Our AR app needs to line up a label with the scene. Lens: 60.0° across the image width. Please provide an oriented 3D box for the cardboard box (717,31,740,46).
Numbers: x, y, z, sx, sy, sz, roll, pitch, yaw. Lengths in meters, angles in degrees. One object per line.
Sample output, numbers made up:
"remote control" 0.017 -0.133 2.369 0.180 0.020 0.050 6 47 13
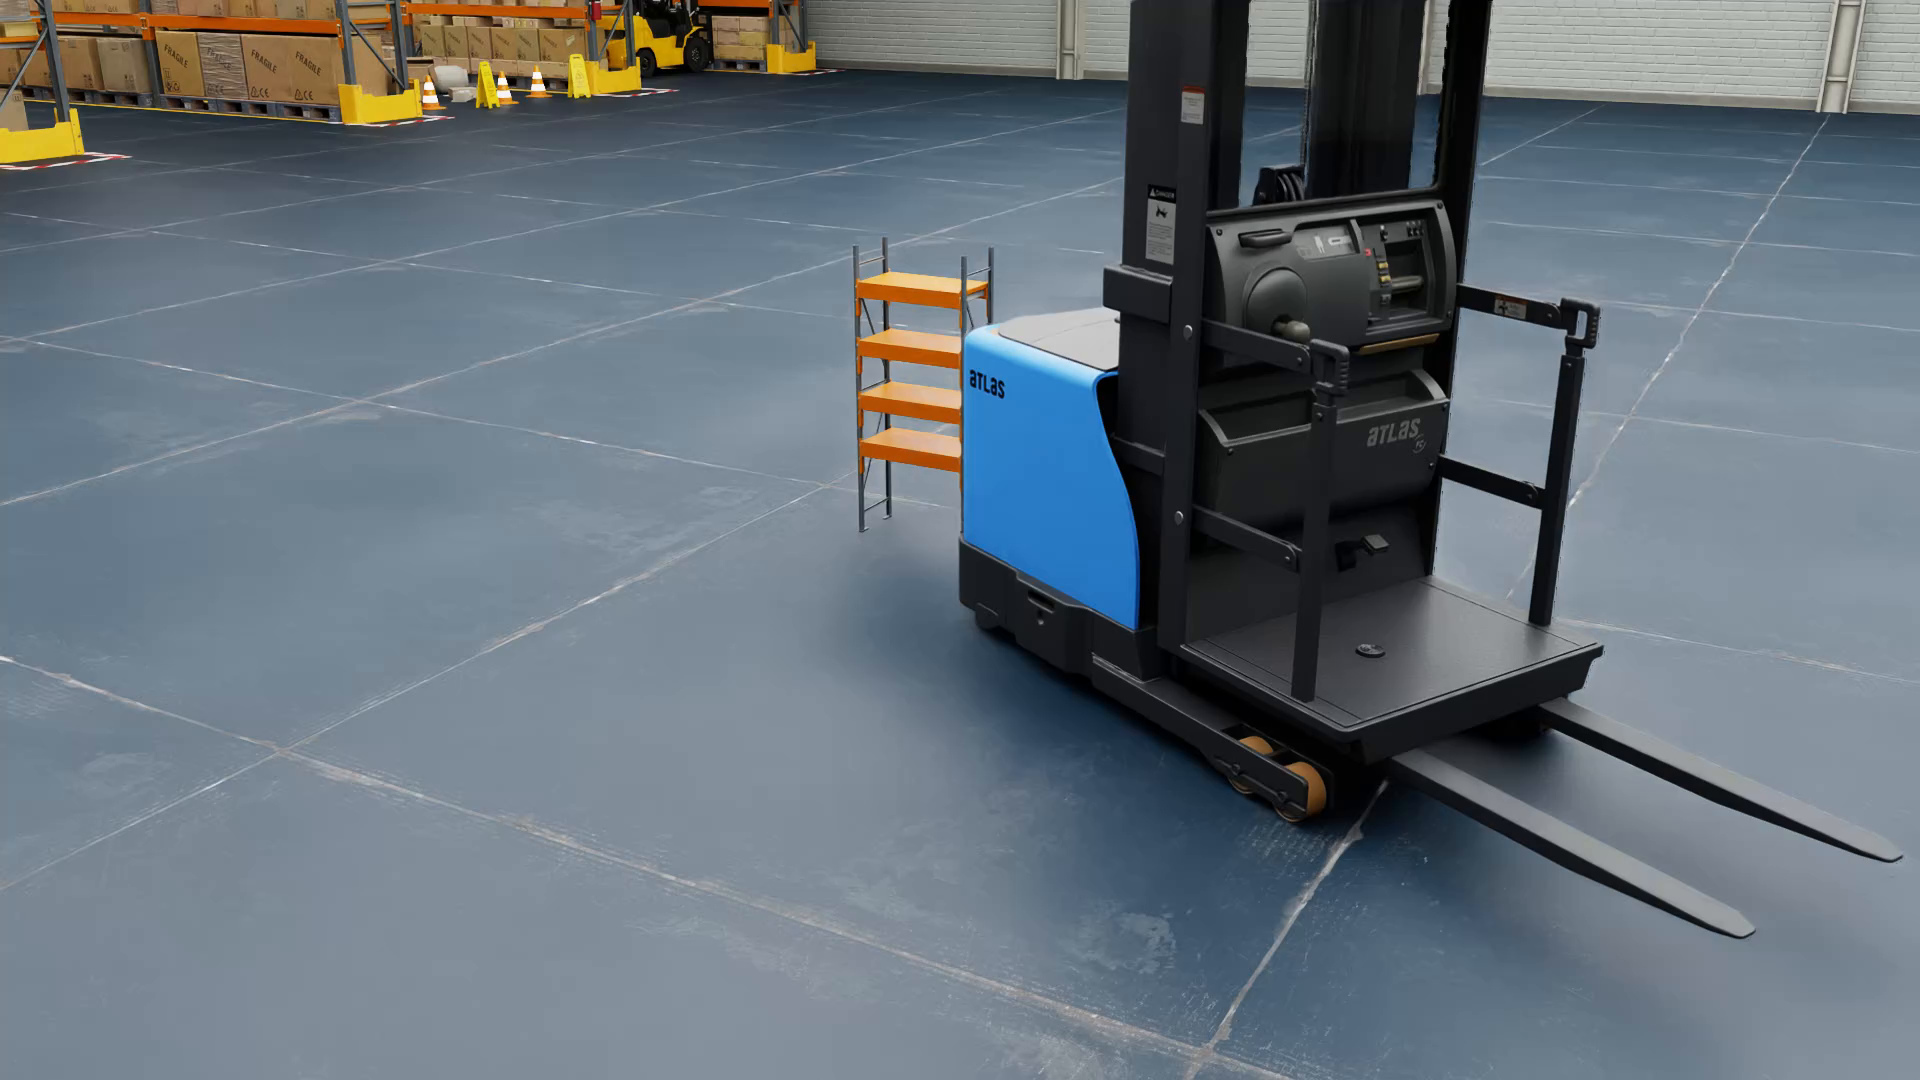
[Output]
"cardboard box" -4.149 -9.329 30.867 0.500 0.250 0.500 11 22 27

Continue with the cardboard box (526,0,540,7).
"cardboard box" -6.716 -8.609 26.566 0.250 0.149 0.380 11 23 28

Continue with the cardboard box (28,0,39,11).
"cardboard box" -13.721 -8.200 24.926 0.500 0.500 0.500 11 23 27

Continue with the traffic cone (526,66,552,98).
"traffic cone" -6.561 -7.131 25.845 0.334 0.463 0.336 11 23 27

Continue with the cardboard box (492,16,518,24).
"cardboard box" -9.011 -10.312 33.760 0.625 0.625 0.875 12 23 29

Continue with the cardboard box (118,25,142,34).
"cardboard box" -15.453 -9.751 31.848 0.875 0.875 0.875 12 23 29

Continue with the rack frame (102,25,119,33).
"rack frame" -16.033 -10.632 31.776 0.127 3.000 1.000 11 23 27

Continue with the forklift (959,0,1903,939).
"forklift" 1.218 -0.768 4.684 1.130 2.935 3.031 -12 23 -31

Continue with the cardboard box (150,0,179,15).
"cardboard box" -11.047 -7.824 23.814 0.550 0.550 0.875 11 23 27

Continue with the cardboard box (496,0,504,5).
"cardboard box" -7.313 -8.777 27.030 0.250 0.149 0.380 11 23 27

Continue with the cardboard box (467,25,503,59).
"cardboard box" -7.741 -8.208 27.411 0.500 0.500 0.500 12 23 30

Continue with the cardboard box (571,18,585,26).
"cardboard box" -7.092 -9.944 32.747 0.625 0.625 0.875 12 23 30

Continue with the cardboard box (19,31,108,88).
"cardboard box" -13.614 -7.344 25.394 0.750 0.750 1.050 11 23 28

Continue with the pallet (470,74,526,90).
"pallet" -7.376 -7.687 27.746 1.213 0.211 1.003 11 23 27

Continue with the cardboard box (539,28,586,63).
"cardboard box" -6.383 -7.949 26.697 0.500 0.500 0.500 11 23 28

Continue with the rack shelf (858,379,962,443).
"rack shelf" -0.145 -0.528 6.759 0.480 0.148 0.258 11 23 27

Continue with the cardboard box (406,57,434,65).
"cardboard box" -8.777 -7.544 26.926 0.500 0.500 0.500 -7 21 -20

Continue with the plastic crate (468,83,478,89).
"plastic crate" -8.078 -7.424 27.213 0.583 0.080 0.402 3 20 9

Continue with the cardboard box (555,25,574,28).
"cardboard box" -6.606 -8.199 27.387 0.500 0.500 0.500 10 22 25

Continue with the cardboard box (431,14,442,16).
"cardboard box" -10.678 -10.779 34.280 0.250 0.149 0.380 10 22 25

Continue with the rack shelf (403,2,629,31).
"rack shelf" -7.303 -8.631 27.314 4.000 0.370 1.077 11 23 27

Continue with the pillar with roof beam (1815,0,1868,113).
"pillar with roof beam" 10.307 -9.044 18.600 0.400 9.000 9.100 11 23 27

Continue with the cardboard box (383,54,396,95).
"cardboard box" -9.145 -7.218 25.826 0.503 0.637 0.797 11 23 27

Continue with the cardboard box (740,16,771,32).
"cardboard box" -3.693 -9.473 30.532 0.500 0.250 0.500 12 23 29

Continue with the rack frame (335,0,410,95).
"rack frame" -7.883 -7.146 22.166 0.127 3.000 1.000 11 23 27

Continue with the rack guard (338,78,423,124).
"rack guard" -7.862 -5.967 22.581 0.348 0.500 1.175 11 23 27

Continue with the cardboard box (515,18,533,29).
"cardboard box" -6.955 -8.338 26.817 0.250 0.149 0.380 11 23 28

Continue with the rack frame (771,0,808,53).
"rack frame" -3.139 -10.114 30.350 0.127 3.000 1.000 11 23 27

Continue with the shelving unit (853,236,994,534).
"shelving unit" -0.145 -0.592 6.736 0.503 1.200 0.258 11 23 27

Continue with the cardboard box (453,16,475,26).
"cardboard box" -8.136 -8.562 27.434 0.250 0.149 0.380 12 23 29

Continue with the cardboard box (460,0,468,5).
"cardboard box" -7.991 -8.887 27.335 0.250 0.149 0.380 11 23 27

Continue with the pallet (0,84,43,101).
"pallet" -14.215 -7.012 25.885 1.213 0.211 1.003 11 23 27

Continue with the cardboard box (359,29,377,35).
"cardboard box" -12.400 -10.815 35.331 0.500 0.500 0.500 10 22 26

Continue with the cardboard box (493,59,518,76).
"cardboard box" -7.302 -7.769 27.301 0.500 0.250 0.500 10 22 25

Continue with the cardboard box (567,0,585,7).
"cardboard box" -5.988 -8.517 26.313 0.250 0.149 0.380 12 23 29

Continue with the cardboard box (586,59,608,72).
"cardboard box" -6.126 -7.757 27.268 0.500 0.250 0.500 11 22 27

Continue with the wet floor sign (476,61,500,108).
"wet floor sign" -6.892 -6.624 24.179 0.232 0.644 0.267 7 21 18

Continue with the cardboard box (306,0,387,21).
"cardboard box" -8.229 -7.264 22.273 0.550 0.550 0.875 11 23 27

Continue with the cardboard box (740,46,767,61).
"cardboard box" -3.704 -9.003 30.703 0.500 0.250 0.500 11 23 28

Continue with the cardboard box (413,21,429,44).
"cardboard box" -11.029 -10.560 34.627 0.500 0.500 0.500 10 22 26

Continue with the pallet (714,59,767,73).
"pallet" -3.827 -8.918 31.141 1.213 0.211 1.003 11 23 27

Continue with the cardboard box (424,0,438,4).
"cardboard box" -8.684 -9.009 27.670 0.250 0.149 0.380 12 23 29

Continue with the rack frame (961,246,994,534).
"rack frame" 0.069 -0.551 6.625 0.015 1.200 0.240 11 23 27

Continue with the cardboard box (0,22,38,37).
"cardboard box" -10.522 -5.686 18.510 0.250 0.149 0.380 11 23 27

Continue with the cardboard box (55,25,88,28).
"cardboard box" -18.097 -10.060 33.342 0.875 0.438 0.875 11 23 29

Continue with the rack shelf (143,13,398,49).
"rack shelf" -9.629 -7.140 23.205 4.000 0.370 1.077 11 23 27

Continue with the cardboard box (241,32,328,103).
"cardboard box" -9.276 -6.583 23.115 0.875 0.875 0.875 10 22 26

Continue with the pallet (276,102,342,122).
"pallet" -8.619 -5.945 22.943 1.213 0.211 1.003 11 23 27

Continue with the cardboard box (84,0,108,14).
"cardboard box" -12.402 -7.949 24.234 0.500 0.500 0.500 11 22 27

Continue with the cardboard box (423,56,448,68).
"cardboard box" -8.665 -8.028 28.013 0.500 0.250 0.500 10 22 25

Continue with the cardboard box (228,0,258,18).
"cardboard box" -9.630 -7.556 23.076 0.500 0.550 0.875 11 23 27
